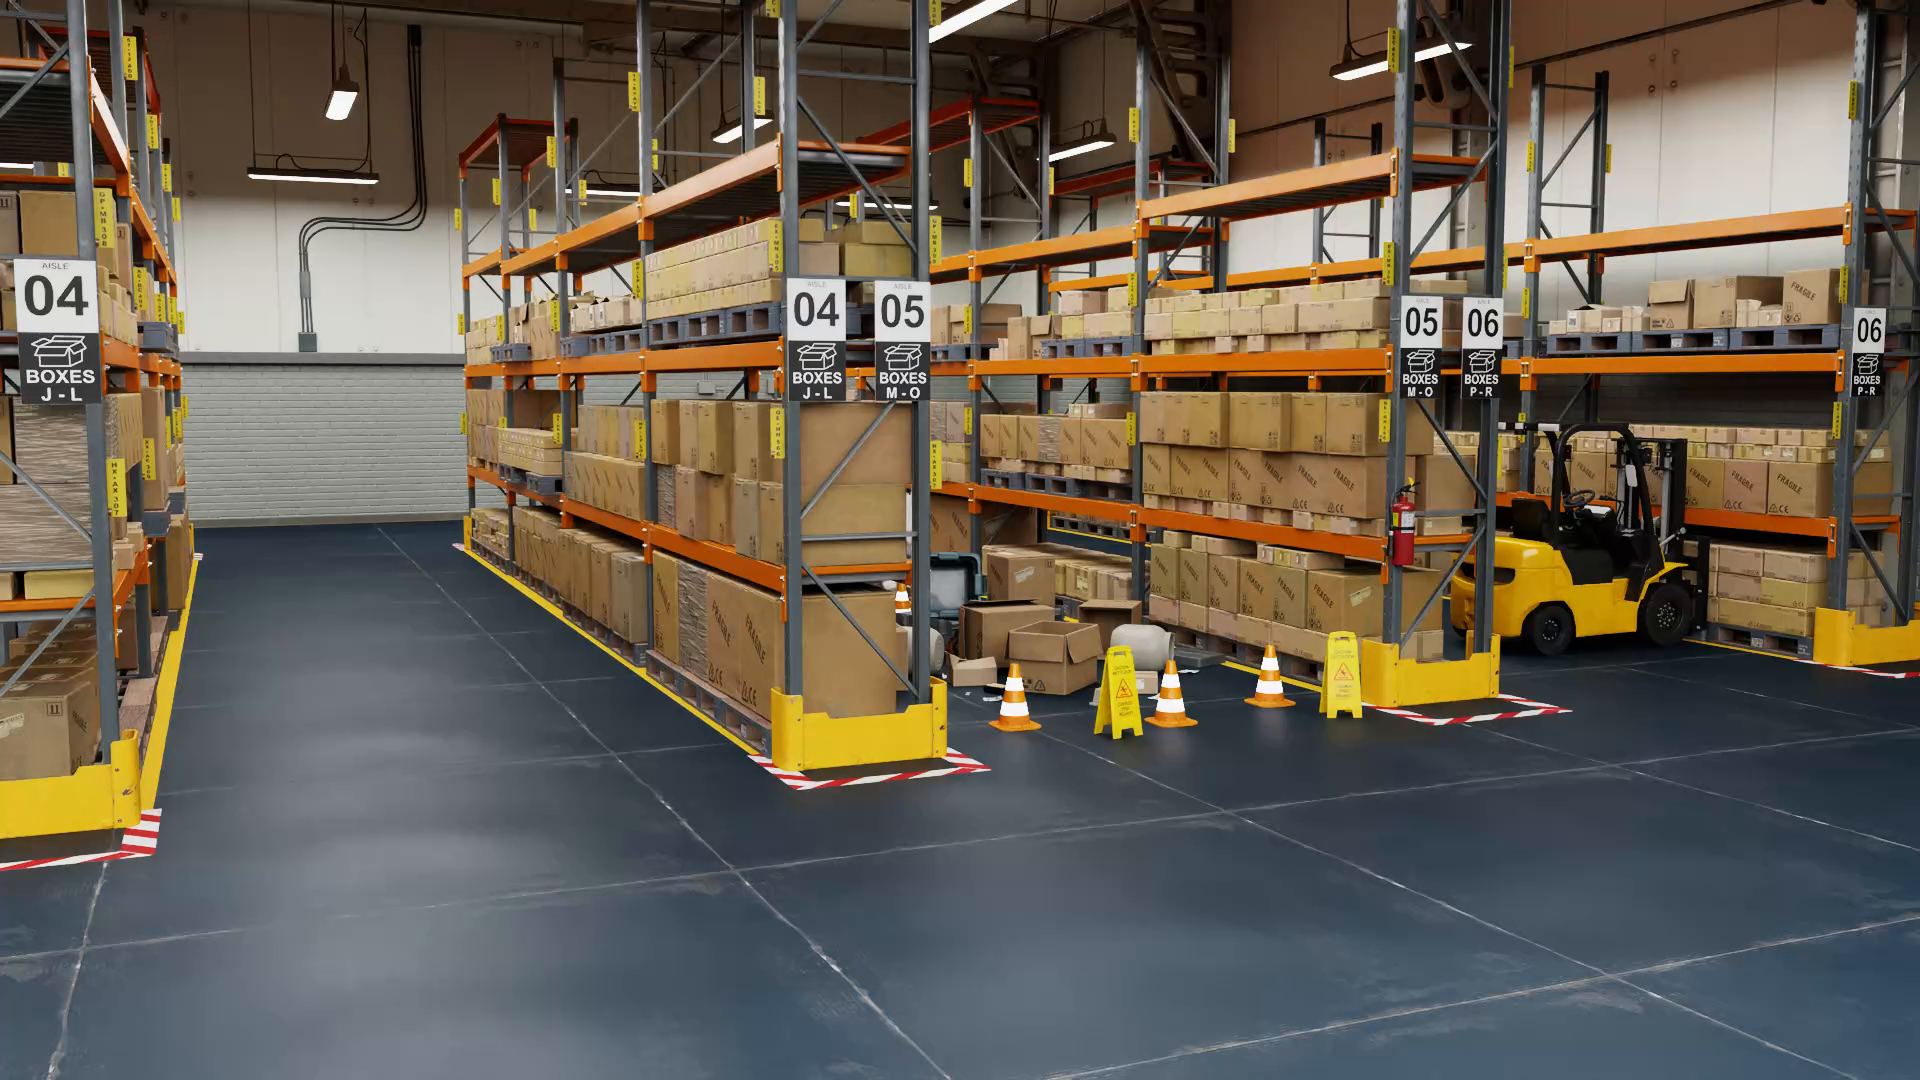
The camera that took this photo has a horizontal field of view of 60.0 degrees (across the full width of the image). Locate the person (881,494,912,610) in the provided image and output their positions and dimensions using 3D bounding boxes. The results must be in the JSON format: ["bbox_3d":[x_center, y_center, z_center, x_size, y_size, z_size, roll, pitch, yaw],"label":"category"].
[{"bbox_3d":[-0.697,0.059,18.546,0.582,1.472,0.730,-2,6,-23],"label":"person"}]
